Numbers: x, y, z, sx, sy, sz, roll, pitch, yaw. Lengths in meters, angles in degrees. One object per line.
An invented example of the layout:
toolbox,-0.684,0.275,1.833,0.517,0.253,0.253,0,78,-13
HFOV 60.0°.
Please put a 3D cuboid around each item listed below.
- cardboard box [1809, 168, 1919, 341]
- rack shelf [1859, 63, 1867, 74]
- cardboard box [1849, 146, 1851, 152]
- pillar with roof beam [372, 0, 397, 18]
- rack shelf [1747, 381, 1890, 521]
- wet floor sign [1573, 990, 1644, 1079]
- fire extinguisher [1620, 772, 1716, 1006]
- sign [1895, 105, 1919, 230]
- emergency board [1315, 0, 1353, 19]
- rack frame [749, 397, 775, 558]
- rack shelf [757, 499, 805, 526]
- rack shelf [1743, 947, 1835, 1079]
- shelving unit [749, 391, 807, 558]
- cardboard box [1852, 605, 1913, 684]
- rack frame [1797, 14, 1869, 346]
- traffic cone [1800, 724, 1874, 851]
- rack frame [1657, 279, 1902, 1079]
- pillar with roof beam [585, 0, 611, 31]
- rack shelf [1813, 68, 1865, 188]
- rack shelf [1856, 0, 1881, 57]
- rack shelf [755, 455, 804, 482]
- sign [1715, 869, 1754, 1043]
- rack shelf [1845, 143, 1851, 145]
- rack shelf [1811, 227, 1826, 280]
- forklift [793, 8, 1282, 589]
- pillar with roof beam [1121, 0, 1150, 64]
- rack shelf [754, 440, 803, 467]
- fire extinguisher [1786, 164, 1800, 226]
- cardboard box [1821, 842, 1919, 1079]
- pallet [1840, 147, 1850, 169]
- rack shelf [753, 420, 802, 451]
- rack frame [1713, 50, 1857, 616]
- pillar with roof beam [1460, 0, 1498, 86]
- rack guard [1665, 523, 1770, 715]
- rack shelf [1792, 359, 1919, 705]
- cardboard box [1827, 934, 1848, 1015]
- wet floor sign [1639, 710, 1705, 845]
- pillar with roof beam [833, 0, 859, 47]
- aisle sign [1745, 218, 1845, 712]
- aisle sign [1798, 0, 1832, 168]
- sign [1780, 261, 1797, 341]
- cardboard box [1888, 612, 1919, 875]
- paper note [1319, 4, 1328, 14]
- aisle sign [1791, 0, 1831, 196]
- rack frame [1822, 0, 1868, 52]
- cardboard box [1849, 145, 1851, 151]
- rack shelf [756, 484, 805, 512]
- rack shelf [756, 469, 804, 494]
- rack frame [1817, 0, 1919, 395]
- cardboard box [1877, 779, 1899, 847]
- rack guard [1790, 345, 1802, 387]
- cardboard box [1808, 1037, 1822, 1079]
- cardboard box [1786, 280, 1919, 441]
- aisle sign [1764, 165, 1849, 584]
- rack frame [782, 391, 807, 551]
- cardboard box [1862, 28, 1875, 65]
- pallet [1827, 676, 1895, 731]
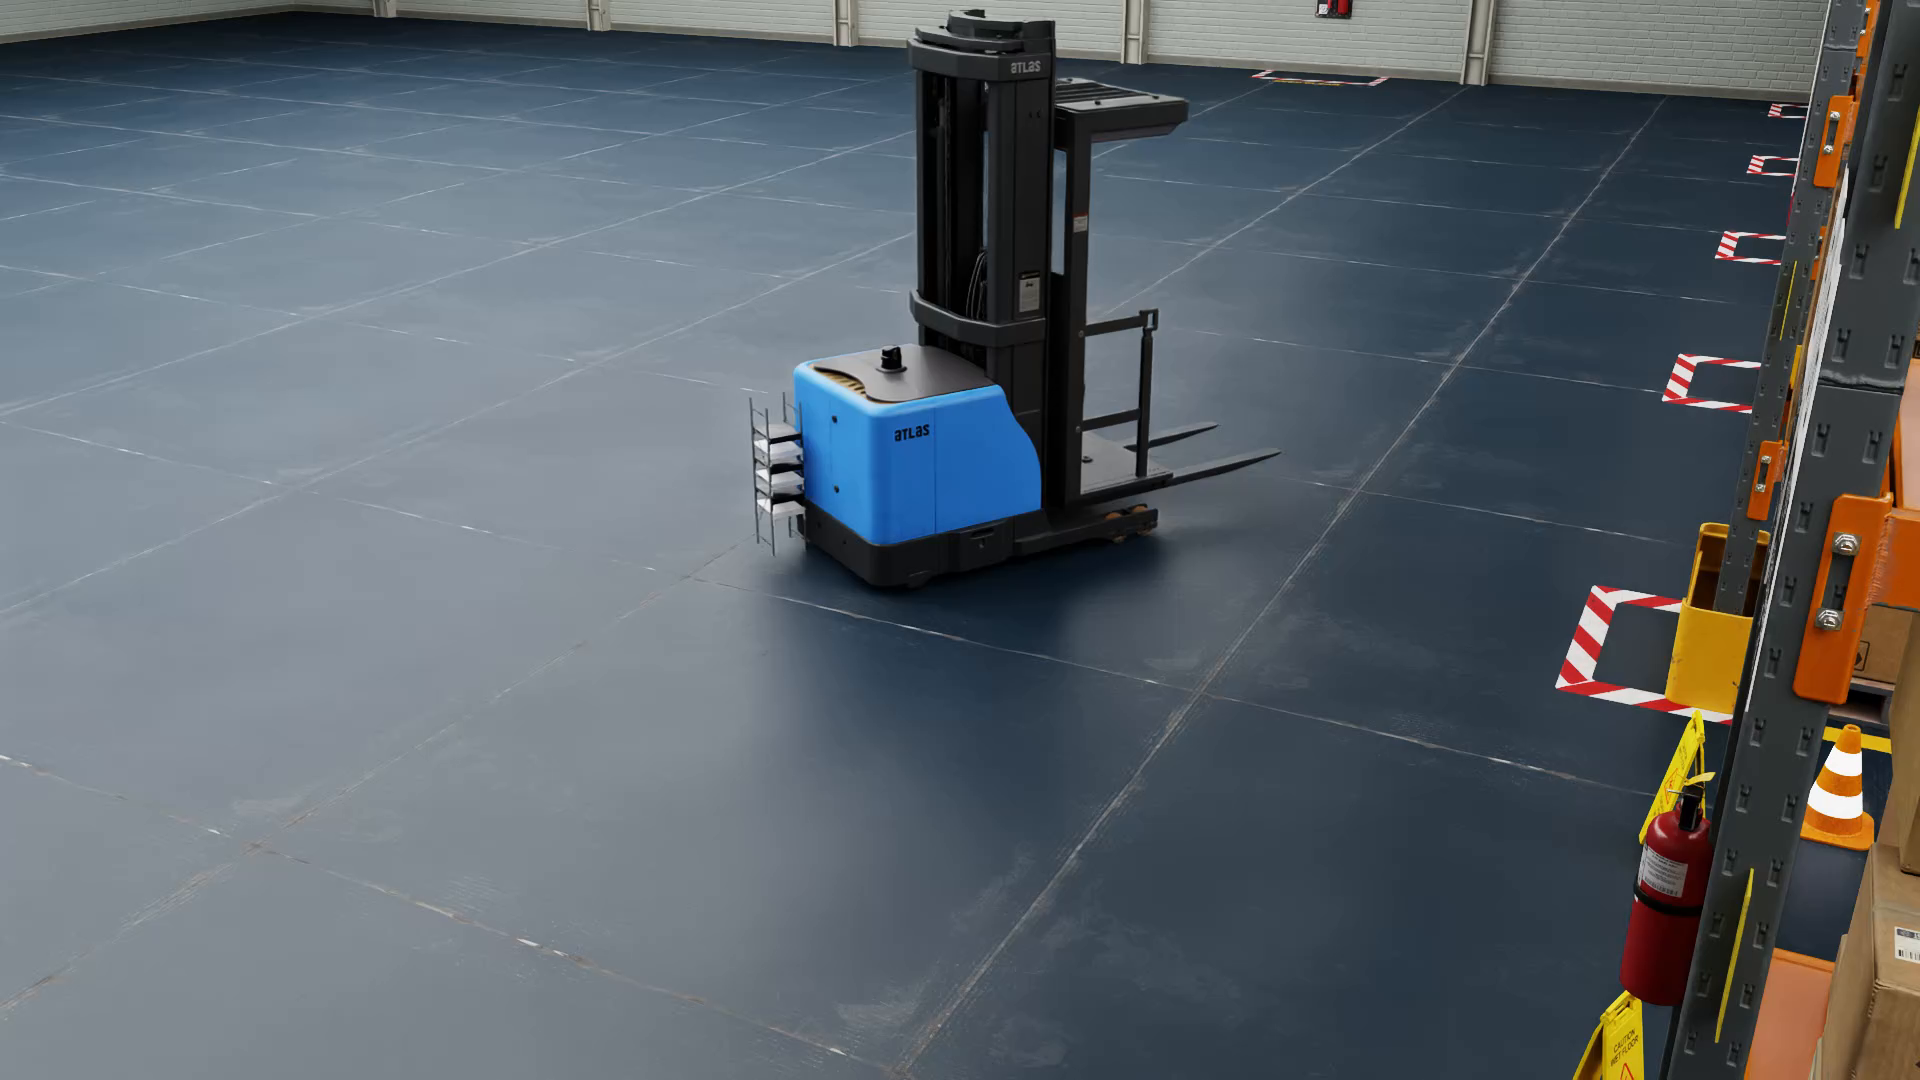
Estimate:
cardboard box,4.112,-1.267,7.325,0.550,0.550,0.875,11,25,25
rack shelf,12.384,-5.269,19.227,4.000,0.370,1.077,11,25,25
cardboard box,10.978,-4.709,19.967,0.500,0.250,0.500,11,25,25
pillar with roof beam,-14.869,-14.417,32.153,0.400,9.000,9.100,11,25,25
rack shelf,5.583,-0.096,7.062,4.000,0.370,1.077,11,25,25
wet floor sign,1.968,1.643,5.062,0.267,0.644,0.232,-20,30,-39
fire extinguisher,1.761,0.821,4.085,0.183,0.674,0.296,11,25,25
sign,1.410,-0.626,2.440,0.005,0.325,0.100,11,25,25
emergency board,6.304,-9.372,27.955,0.643,1.169,0.194,11,25,25
rack frame,-1.121,-0.350,9.424,0.006,0.900,0.240,-13,26,-27
rack shelf,-1.033,-0.174,9.554,0.200,0.077,0.258,-13,26,-27
rack shelf,3.440,1.651,2.954,4.000,0.370,1.077,11,25,25
shelving unit,-1.033,-0.370,9.470,0.210,0.900,0.258,-13,26,-27
cardboard box,4.433,0.101,7.858,0.875,0.875,0.875,11,26,25
rack frame,6.126,-2.494,11.783,0.127,3.000,1.000,11,25,25
traffic cone,3.632,0.977,6.861,0.334,0.463,0.336,11,25,25
rack frame,1.655,0.967,3.644,0.127,3.000,1.000,11,25,25
pillar with roof beam,-9.514,-13.358,29.662,0.400,9.000,9.100,11,25,25
rack shelf,5.583,-1.476,6.475,4.000,0.370,1.077,11,25,25
rack shelf,7.911,-3.191,10.506,4.000,0.370,1.077,11,25,25
rack shelf,-1.033,-0.422,9.448,0.200,0.077,0.258,-13,26,-27
sign,1.410,0.758,3.029,0.005,0.325,0.100,11,25,25
rack shelf,10.146,-3.540,15.161,4.000,0.370,1.077,11,25,25
rack shelf,7.911,-1.810,11.093,4.000,0.370,1.077,11,25,25
forklift,0.571,-1.500,9.533,3.031,2.935,1.130,-14,27,-29
pillar with roof beam,1.195,-11.239,24.679,0.400,9.000,9.100,11,25,25
rack shelf,-1.033,-0.505,9.413,0.200,0.077,0.258,-13,26,-27
fire extinguisher,6.232,-2.640,12.224,0.183,0.674,0.296,11,25,25
cardboard box,1.953,0.964,3.142,0.500,0.500,0.500,11,25,24
pallet,11.301,-4.550,20.179,1.213,0.211,1.003,11,25,25
rack shelf,-1.033,-0.588,9.378,0.200,0.077,0.258,-13,26,-27
rack frame,3.798,-0.780,7.751,0.127,3.000,1.000,11,25,25
pillar with roof beam,6.549,-10.179,22.188,0.400,9.000,9.100,11,25,25
rack guard,3.777,0.366,8.250,0.348,0.500,1.175,11,25,25
rack shelf,3.440,0.271,2.367,4.000,0.370,1.077,11,25,25
cardboard box,2.085,1.074,3.714,0.250,0.149,0.380,12,26,26
wet floor sign,2.879,0.990,6.598,0.232,0.644,0.267,7,24,15
pillar with roof beam,-4.160,-12.298,27.170,0.400,9.000,9.100,11,25,25
aisle sign,1.460,-0.132,2.906,0.004,0.787,0.394,11,25,25
aisle sign,3.870,-2.094,7.518,0.004,0.787,0.394,11,25,25
sign,3.543,-1.022,7.113,0.005,0.325,0.100,11,25,25
cardboard box,2.209,0.338,3.338,0.500,0.500,0.700,11,25,23
paper note,6.177,-9.022,28.257,0.142,0.148,0.016,11,25,25
aisle sign,3.600,-1.884,7.026,0.004,0.787,0.394,11,25,25
rack frame,3.798,-3.541,6.577,0.127,3.000,1.000,11,25,25
cardboard box,11.211,-4.890,20.392,0.500,0.250,0.500,11,25,25
rack shelf,-1.033,-0.257,9.519,0.200,0.077,0.258,-13,26,-27
rack shelf,-1.033,-0.339,9.483,0.200,0.077,0.258,-13,26,-27
rack frame,1.655,-1.794,2.470,0.127,3.000,1.000,11,25,25
cardboard box,2.264,0.783,3.567,0.500,0.500,0.500,11,25,24
rack guard,6.194,-1.331,12.240,0.348,0.500,1.175,11,25,25
cardboard box,1.865,1.215,3.382,0.250,0.149,0.380,11,26,25
cardboard box,4.150,-0.799,7.605,0.550,0.550,0.875,11,25,25
aisle sign,1.731,-0.342,3.399,0.004,0.787,0.394,11,25,25
rack frame,-0.945,-0.390,9.517,0.006,0.900,0.240,-13,26,-27
cardboard box,11.010,-5.913,19.693,0.500,0.500,0.700,11,25,25
pallet,4.547,0.617,8.029,1.213,0.211,1.003,11,25,25
